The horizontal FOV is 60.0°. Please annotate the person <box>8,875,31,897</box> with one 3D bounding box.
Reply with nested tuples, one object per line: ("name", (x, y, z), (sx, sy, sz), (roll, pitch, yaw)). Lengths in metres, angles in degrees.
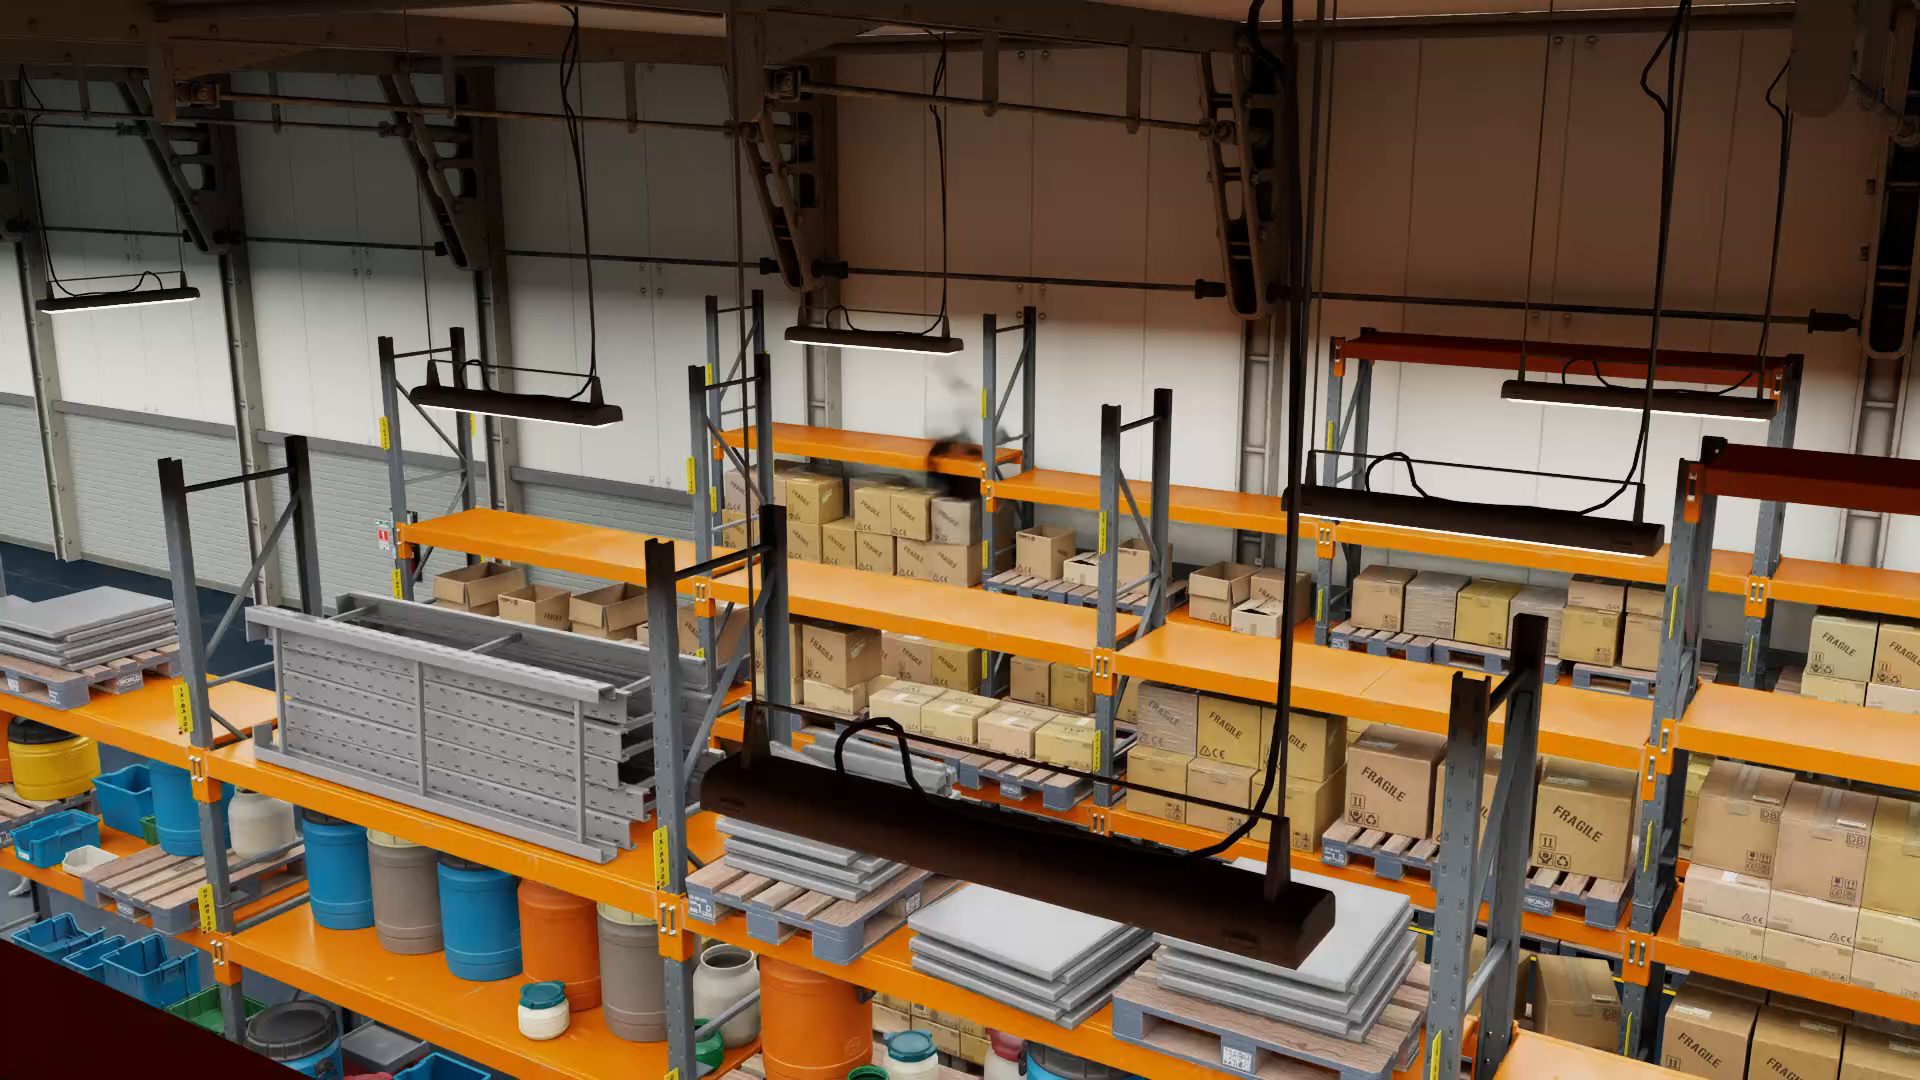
("person", (-9.944, 2.965, 17.862), (0.708, 1.677, 0.618), (-10, 17, -35))
